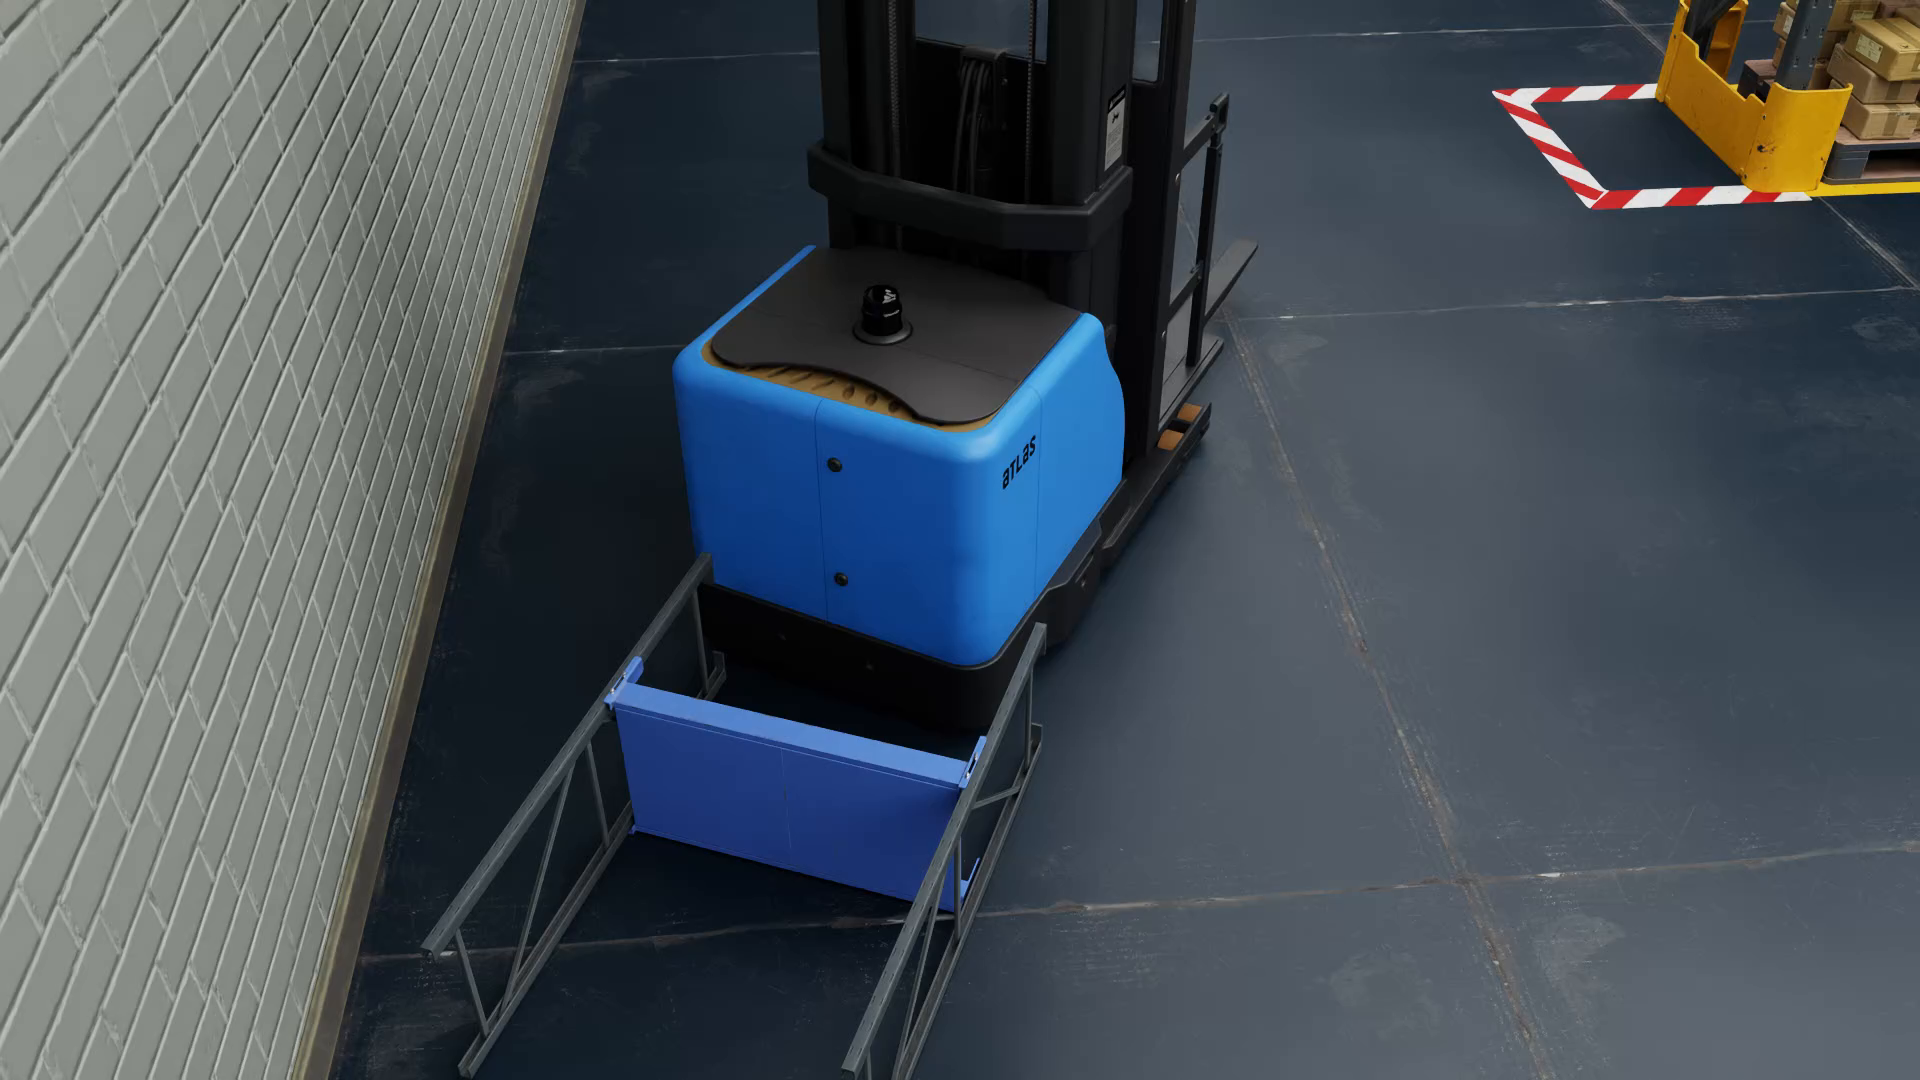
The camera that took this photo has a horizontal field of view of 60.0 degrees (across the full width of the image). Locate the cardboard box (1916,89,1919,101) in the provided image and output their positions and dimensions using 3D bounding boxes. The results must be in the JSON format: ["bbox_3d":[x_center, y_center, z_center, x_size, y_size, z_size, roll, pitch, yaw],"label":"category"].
[{"bbox_3d":[4.592,-2.184,7.819,0.250,0.149,0.380,-3,38,-4],"label":"cardboard box"}]

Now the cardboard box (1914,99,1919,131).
[{"bbox_3d":[4.573,-2.113,7.968,0.250,0.149,0.380,-3,38,-4],"label":"cardboard box"}]

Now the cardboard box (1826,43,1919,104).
[{"bbox_3d":[4.314,-2.204,7.844,0.250,0.149,0.380,-2,38,-2],"label":"cardboard box"}]

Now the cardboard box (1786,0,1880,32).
[{"bbox_3d":[4.275,-2.635,8.151,0.250,0.149,0.380,-3,38,-3],"label":"cardboard box"}]

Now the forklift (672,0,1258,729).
[{"bbox_3d":[0.278,-1.496,5.280,1.130,2.935,3.031,17,41,21],"label":"forklift"}]

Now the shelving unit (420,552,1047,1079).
[{"bbox_3d":[-0.489,0.772,4.337,1.048,0.538,1.500,11,40,14],"label":"shelving unit"}]

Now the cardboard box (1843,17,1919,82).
[{"bbox_3d":[4.322,-2.269,7.687,0.250,0.149,0.380,-5,39,-6],"label":"cardboard box"}]

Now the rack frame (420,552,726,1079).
[{"bbox_3d":[-0.973,0.675,4.460,0.032,0.500,1.500,11,40,14],"label":"rack frame"}]

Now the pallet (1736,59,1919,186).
[{"bbox_3d":[4.658,-2.103,8.245,1.213,0.211,1.003,-3,38,-4],"label":"pallet"}]

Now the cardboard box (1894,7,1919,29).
[{"bbox_3d":[4.586,-2.359,7.800,0.250,0.149,0.380,-2,38,-3],"label":"cardboard box"}]

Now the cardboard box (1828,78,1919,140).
[{"bbox_3d":[4.320,-2.048,7.886,0.250,0.149,0.380,-2,38,-3],"label":"cardboard box"}]

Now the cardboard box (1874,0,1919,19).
[{"bbox_3d":[4.530,-2.614,8.123,0.250,0.149,0.380,-2,38,-3],"label":"cardboard box"}]

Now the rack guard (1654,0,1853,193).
[{"bbox_3d":[3.845,-2.194,8.127,0.348,0.500,1.175,-3,38,-4],"label":"rack guard"}]

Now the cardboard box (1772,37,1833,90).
[{"bbox_3d":[4.276,-2.374,8.300,0.250,0.149,0.380,-3,38,-3],"label":"cardboard box"}]

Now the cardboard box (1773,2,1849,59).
[{"bbox_3d":[4.270,-2.538,8.268,0.250,0.149,0.380,-4,38,-5],"label":"cardboard box"}]

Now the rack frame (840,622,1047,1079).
[{"bbox_3d":[-0.006,0.869,4.214,0.032,0.500,1.500,11,40,14],"label":"rack frame"}]

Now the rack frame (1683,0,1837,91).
[{"bbox_3d":[3.770,-3.171,7.347,0.127,3.000,1.000,-3,38,-4],"label":"rack frame"}]

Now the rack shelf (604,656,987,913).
[{"bbox_3d":[-0.434,0.666,4.471,1.000,0.538,0.185,11,40,14],"label":"rack shelf"}]
